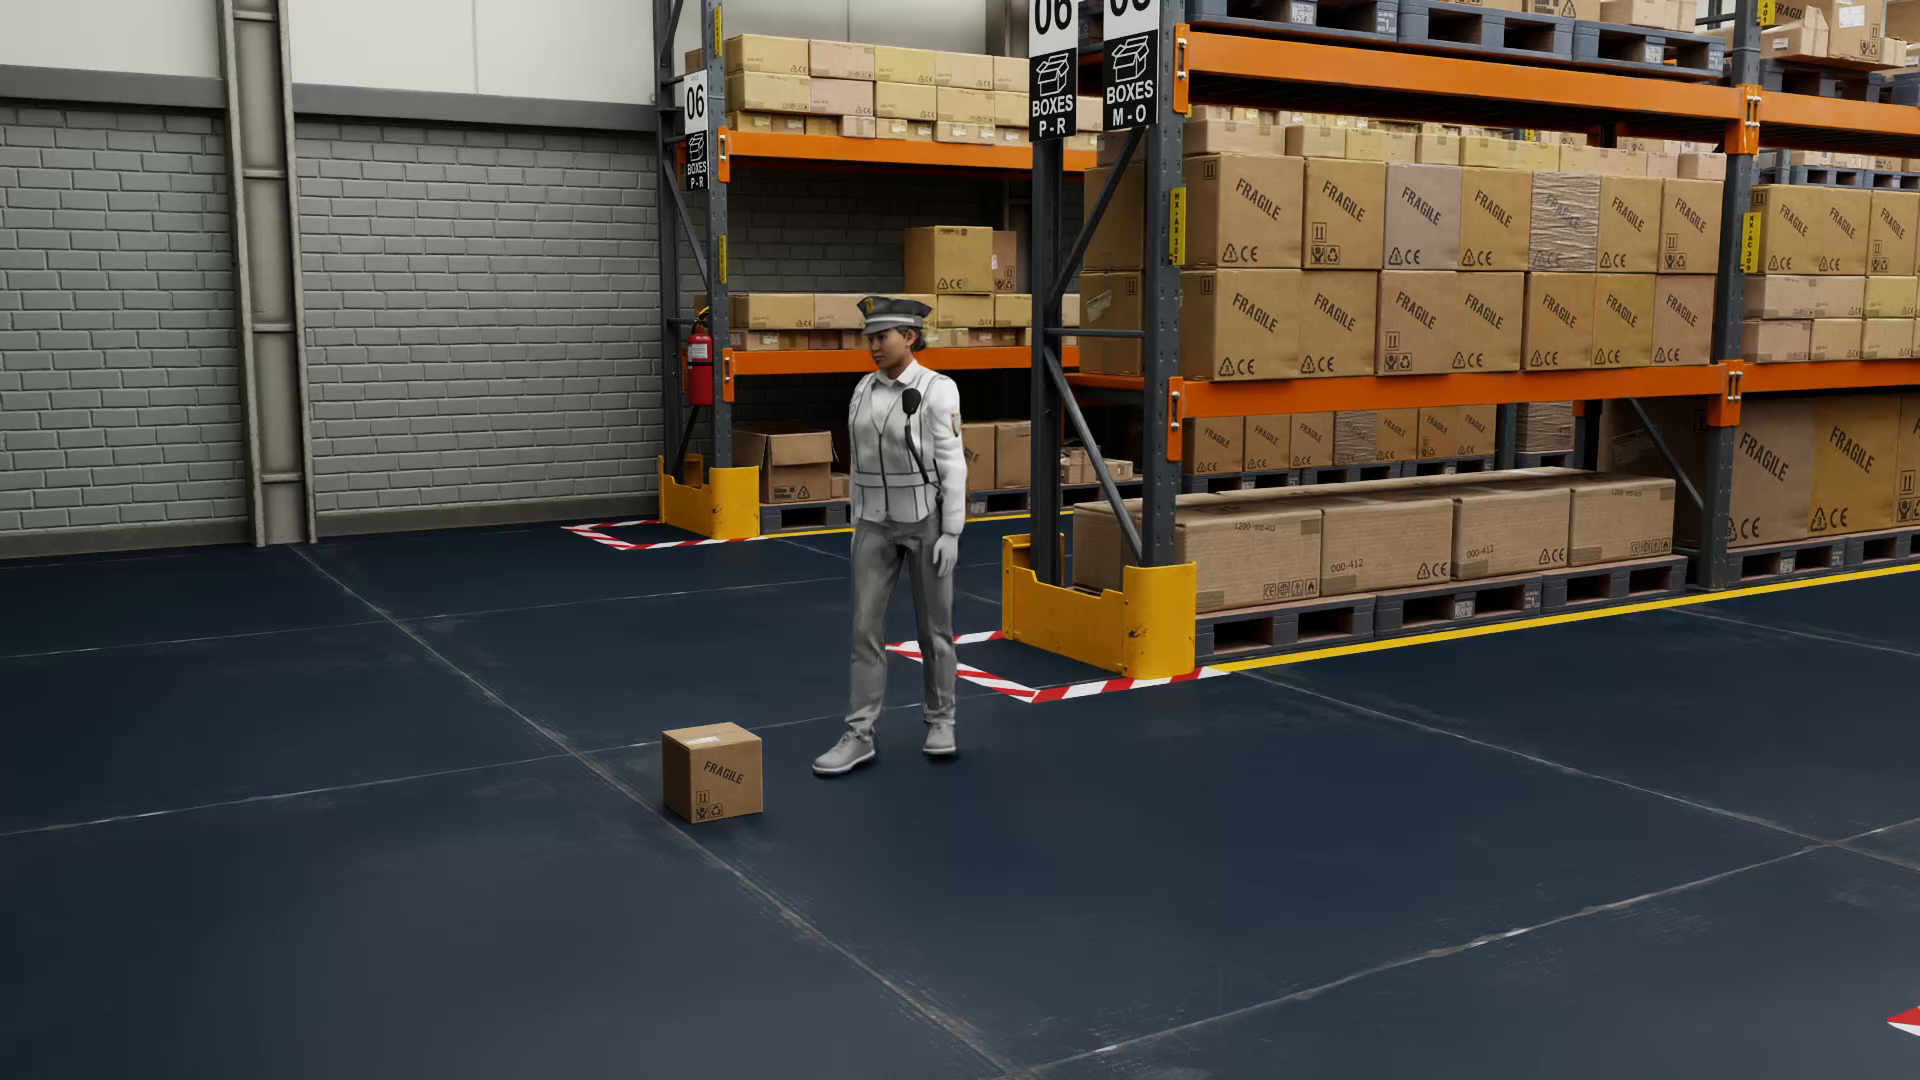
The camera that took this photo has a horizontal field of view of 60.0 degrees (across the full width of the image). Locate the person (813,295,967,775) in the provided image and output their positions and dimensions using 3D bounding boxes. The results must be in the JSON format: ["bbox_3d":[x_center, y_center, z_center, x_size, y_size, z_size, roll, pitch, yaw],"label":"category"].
[{"bbox_3d":[-0.222,-0.026,5.912,0.486,1.667,0.607,4,9,24],"label":"person"}]
